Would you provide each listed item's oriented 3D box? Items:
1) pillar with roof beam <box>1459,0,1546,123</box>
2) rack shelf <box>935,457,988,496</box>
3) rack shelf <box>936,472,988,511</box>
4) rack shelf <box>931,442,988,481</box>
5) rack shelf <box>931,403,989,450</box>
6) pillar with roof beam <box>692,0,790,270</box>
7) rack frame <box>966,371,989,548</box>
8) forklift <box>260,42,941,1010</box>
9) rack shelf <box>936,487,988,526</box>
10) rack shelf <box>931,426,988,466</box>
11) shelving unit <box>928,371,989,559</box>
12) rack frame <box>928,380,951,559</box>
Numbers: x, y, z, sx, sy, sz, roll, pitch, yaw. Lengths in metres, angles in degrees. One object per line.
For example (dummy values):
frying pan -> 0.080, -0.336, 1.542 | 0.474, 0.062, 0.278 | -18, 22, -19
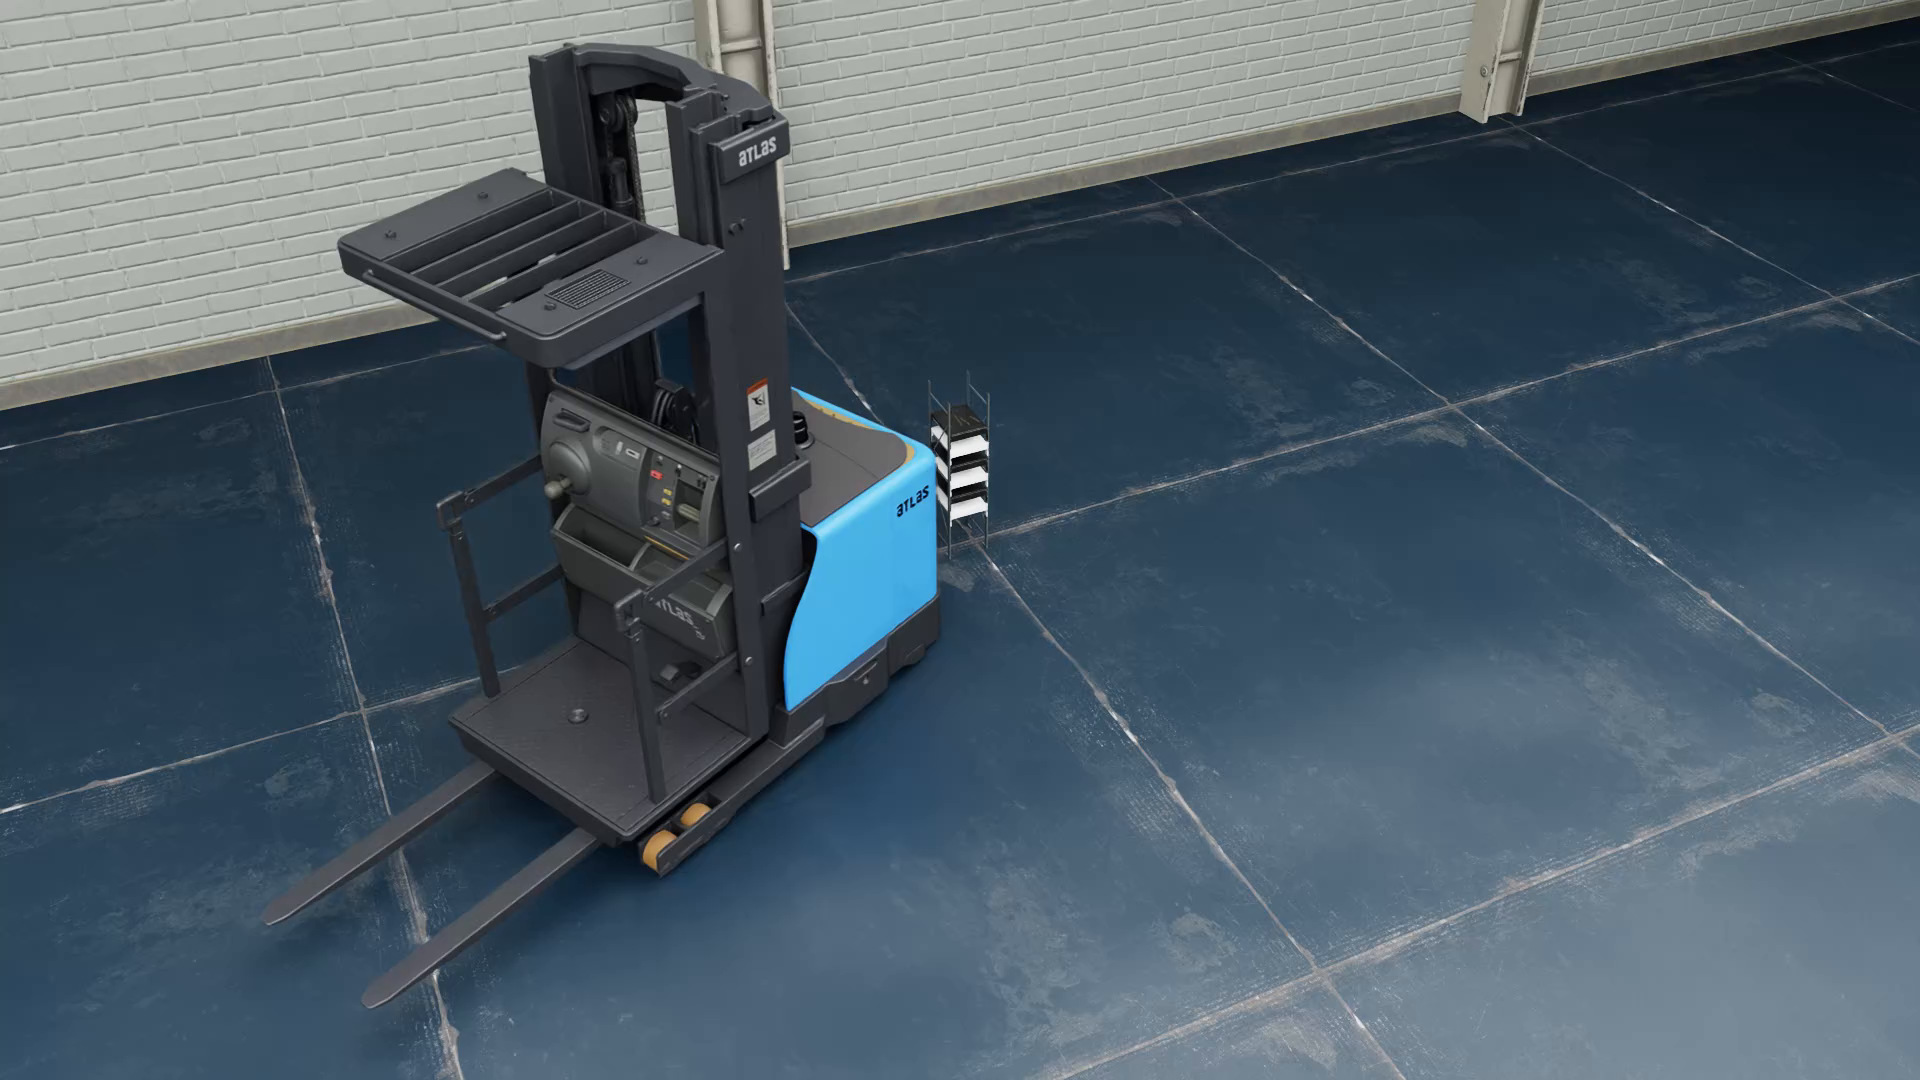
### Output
pillar with roof beam -> 5.919, -4.601, 7.043 | 0.400, 9.000, 9.100 | -16, 39, -20
rack shelf -> -0.007, -0.333, 8.142 | 0.200, 0.077, 0.258 | -16, 39, -20
rack shelf -> -0.007, -0.260, 8.196 | 0.200, 0.077, 0.258 | -16, 39, -20
rack shelf -> -0.007, -0.405, 8.088 | 0.200, 0.077, 0.258 | -16, 39, -20
rack shelf -> -0.007, -0.549, 7.981 | 0.200, 0.077, 0.258 | -16, 39, -20
pillar with roof beam -> 0.488, -3.083, 4.995 | 0.400, 9.000, 9.100 | -16, 39, -20
rack frame -> 0.085, -0.385, 8.157 | 0.006, 0.900, 0.240 | -16, 39, -20
forklift -> -1.393, -0.191, 6.190 | 1.130, 2.935, 3.031 | 25, 43, 30
rack shelf -> -0.007, -0.188, 8.249 | 0.200, 0.077, 0.258 | -16, 39, -20
rack shelf -> -0.007, -0.477, 8.035 | 0.200, 0.077, 0.258 | -16, 39, -20
shelving unit -> -0.007, -0.359, 8.122 | 0.210, 0.900, 0.258 | -16, 39, -20
rack frame -> -0.099, -0.334, 8.088 | 0.006, 0.900, 0.240 | -16, 39, -20
